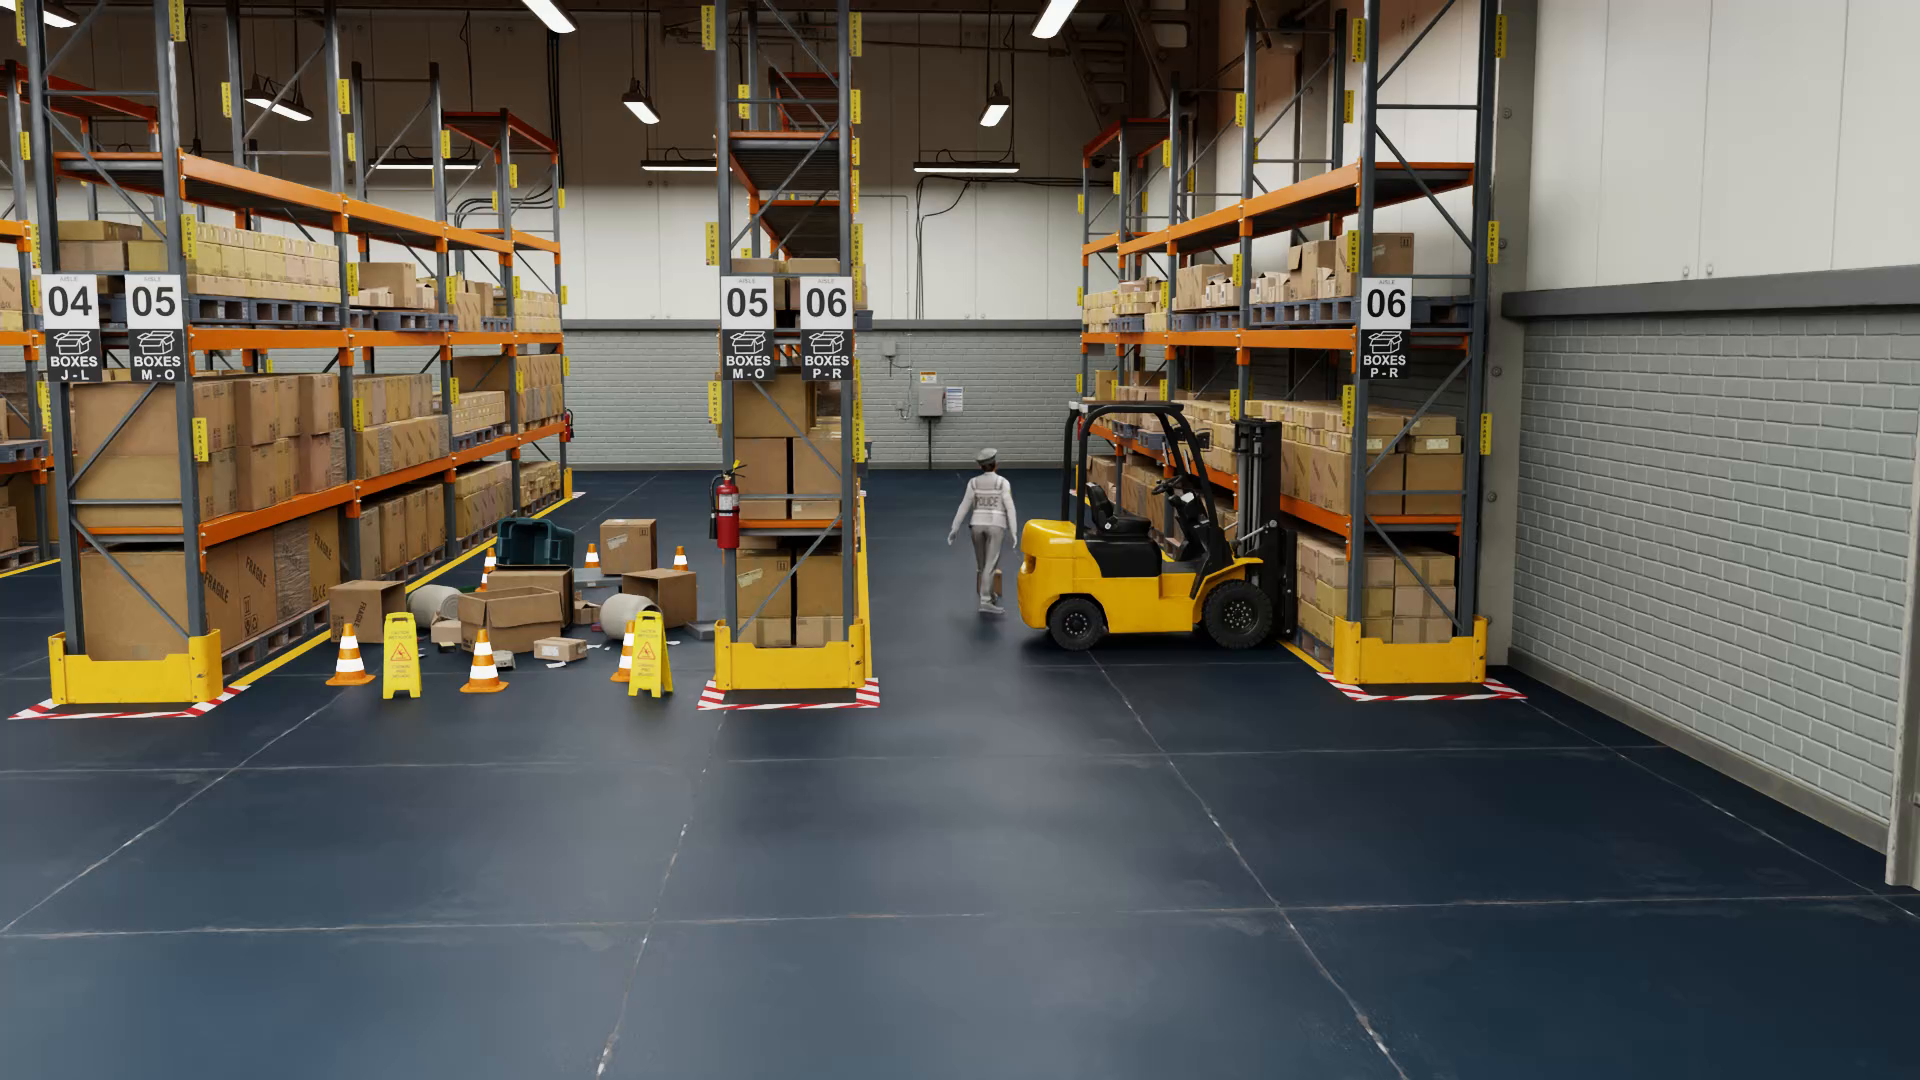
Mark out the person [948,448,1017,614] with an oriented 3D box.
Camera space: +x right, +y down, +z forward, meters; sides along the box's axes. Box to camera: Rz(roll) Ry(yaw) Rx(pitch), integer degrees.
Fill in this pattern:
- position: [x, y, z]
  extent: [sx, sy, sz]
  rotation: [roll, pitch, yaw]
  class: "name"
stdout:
- position: [0.257, -0.108, 16.648]
  extent: [0.670, 1.611, 1.019]
  rotation: [3, 8, 23]
  class: "person"
